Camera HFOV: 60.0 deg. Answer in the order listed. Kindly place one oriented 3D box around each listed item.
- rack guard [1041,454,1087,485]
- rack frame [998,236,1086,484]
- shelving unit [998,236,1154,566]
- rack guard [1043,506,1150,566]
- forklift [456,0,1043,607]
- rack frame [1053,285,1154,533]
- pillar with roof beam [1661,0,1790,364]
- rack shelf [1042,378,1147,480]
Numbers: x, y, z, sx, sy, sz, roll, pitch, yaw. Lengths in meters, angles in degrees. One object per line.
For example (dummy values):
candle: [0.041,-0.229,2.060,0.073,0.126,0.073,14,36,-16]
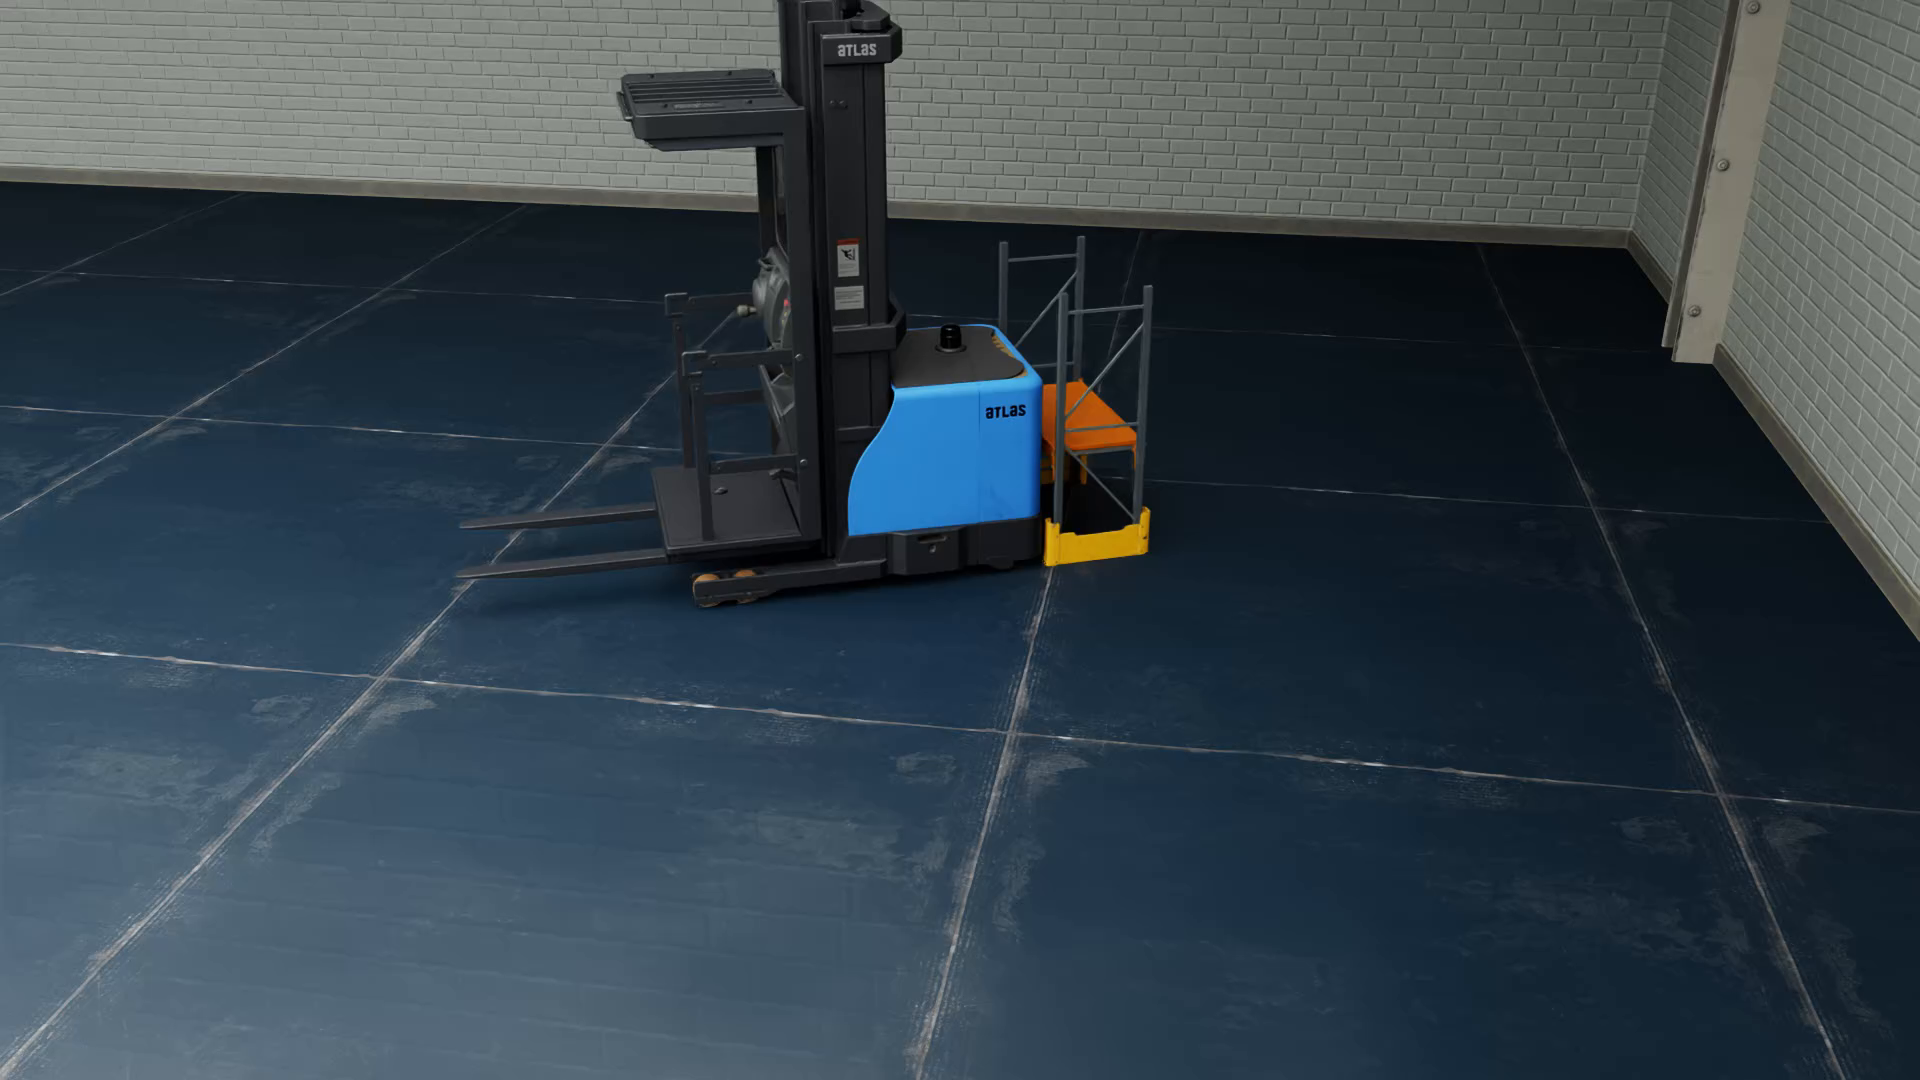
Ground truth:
rack guard: [0.469,-0.428,9.870,0.587,0.250,0.087,-7,26,-14]
rack frame: [0.463,-1.002,9.622,0.500,1.500,0.032,-7,26,-14]
shelving unit: [0.605,-0.791,9.171,0.587,1.500,1.083,-7,26,-14]
rack guard: [0.741,-0.022,9.002,0.587,0.250,0.087,-7,26,-14]
forklift: [-1.134,-1.231,8.423,3.031,2.935,1.130,-6,26,-12]
rack frame: [0.741,-0.587,8.736,0.500,1.500,0.032,-7,26,-14]
pillar with roof beam: [1.081,-5.733,10.883,9.100,9.000,0.400,4,25,9]
rack shelf: [0.602,-0.632,9.255,0.538,0.185,1.000,-7,26,-14]
